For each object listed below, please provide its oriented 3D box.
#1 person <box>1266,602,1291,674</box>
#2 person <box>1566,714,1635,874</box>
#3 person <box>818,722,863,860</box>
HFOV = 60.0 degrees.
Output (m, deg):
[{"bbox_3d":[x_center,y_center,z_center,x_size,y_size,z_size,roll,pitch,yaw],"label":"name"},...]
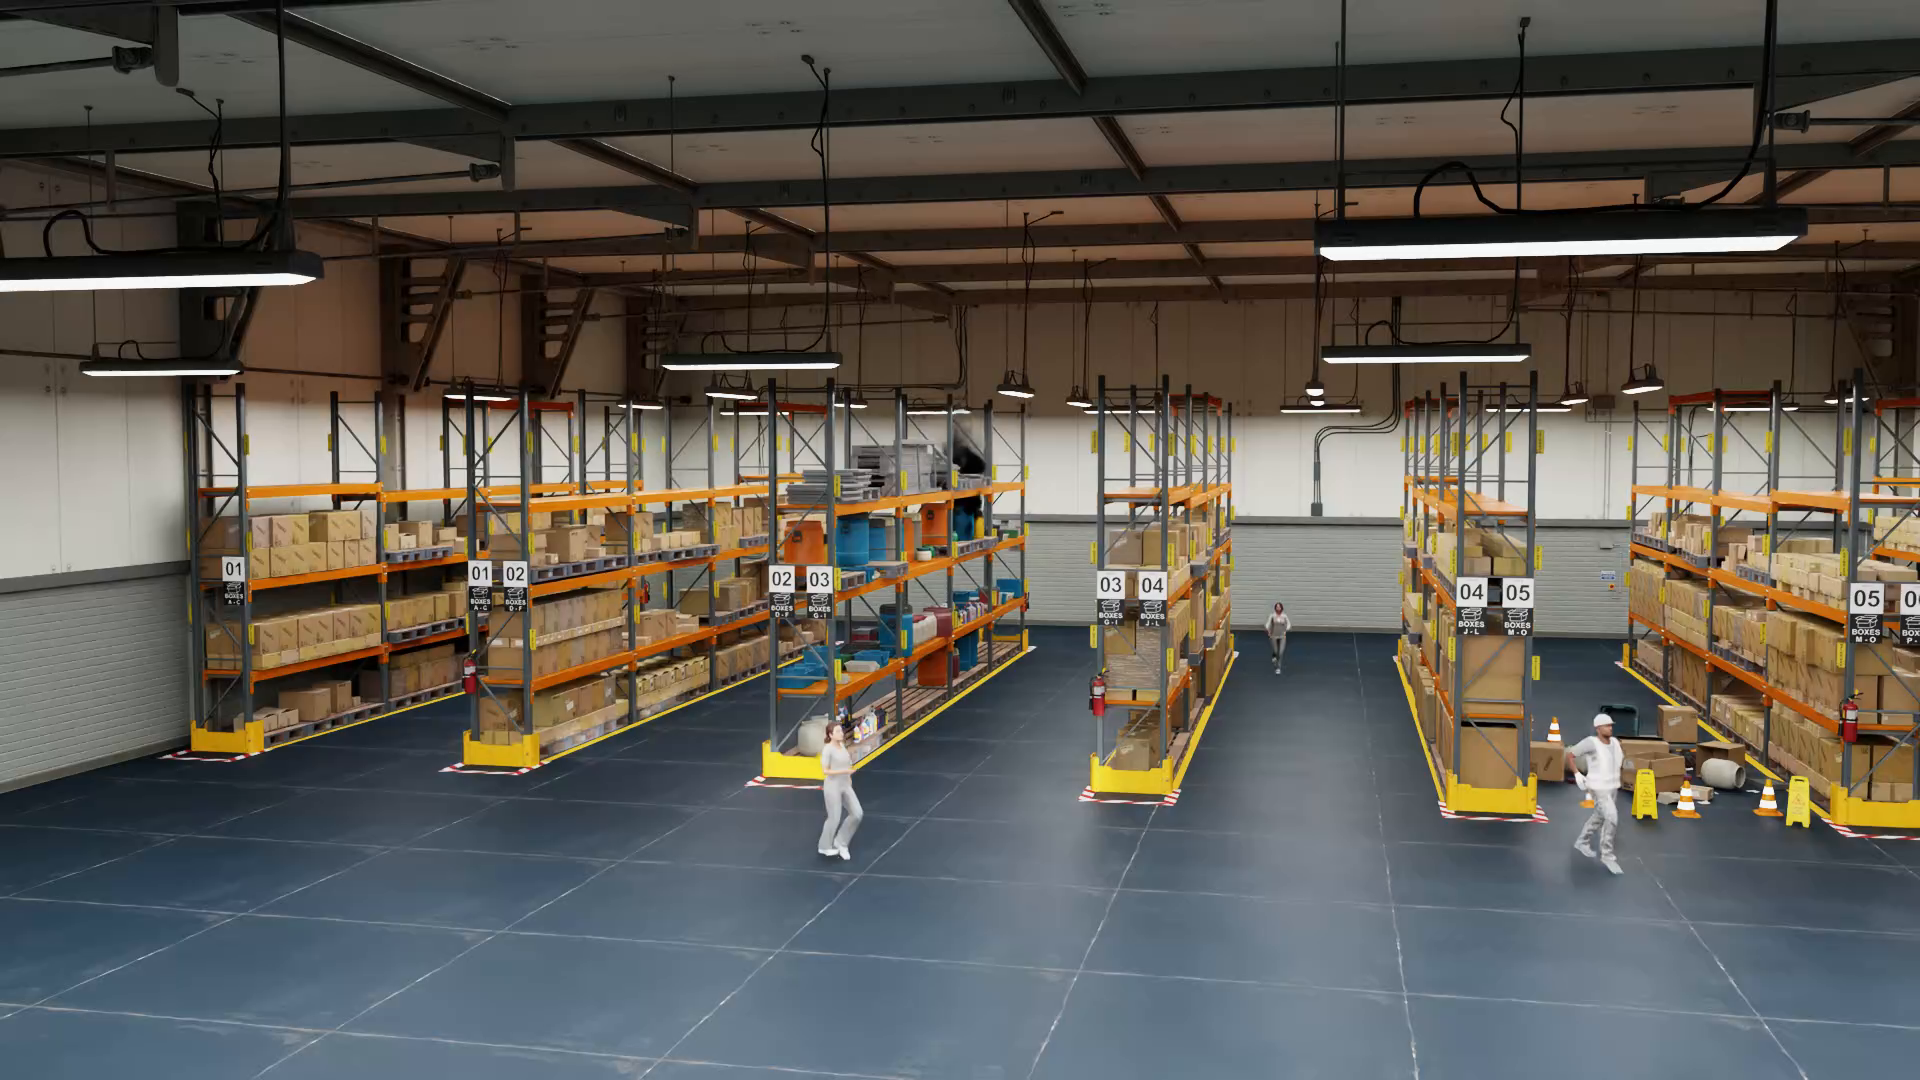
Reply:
[{"bbox_3d":[6.990,2.148,36.533,0.542,1.555,0.546,0,3,7],"label":"person"},{"bbox_3d":[7.605,2.978,19.712,0.669,1.847,0.803,-2,4,-34],"label":"person"},{"bbox_3d":[-1.447,3.027,20.039,0.642,1.678,0.546,3,4,39],"label":"person"}]
